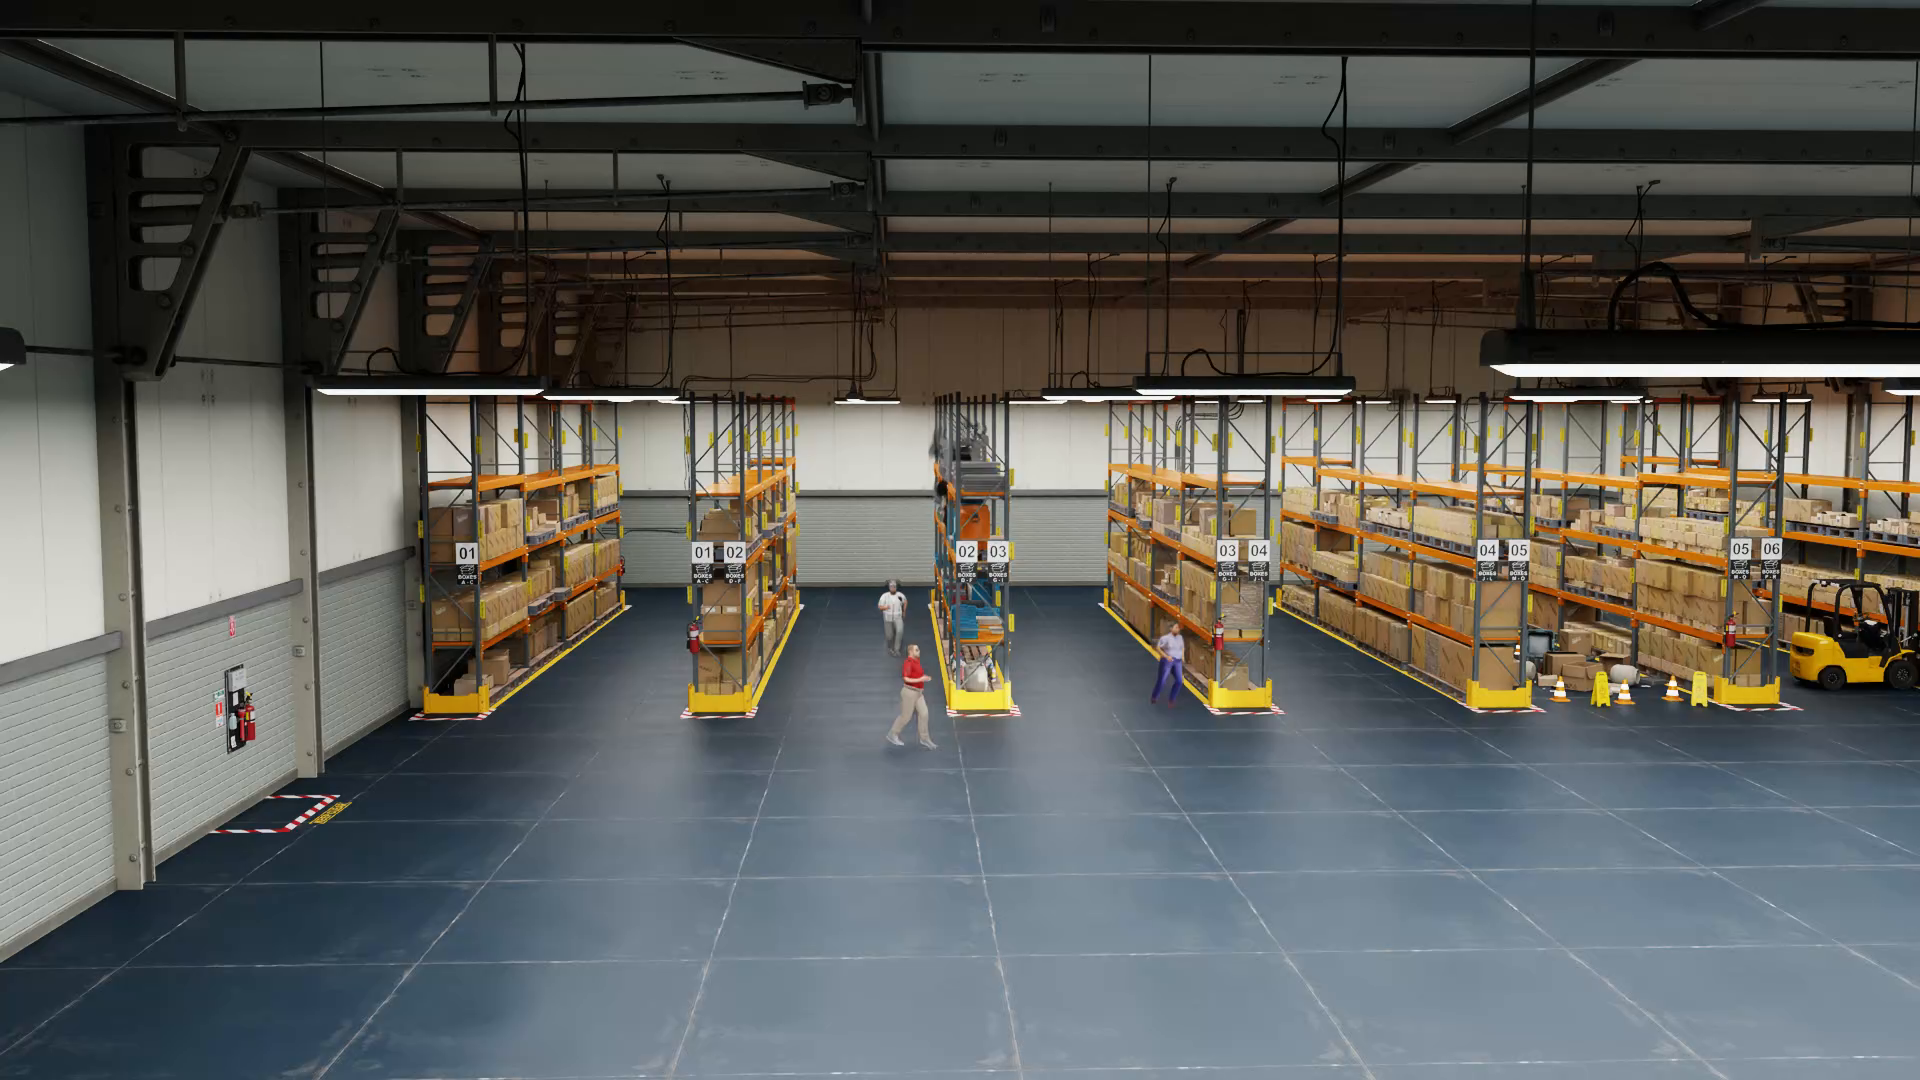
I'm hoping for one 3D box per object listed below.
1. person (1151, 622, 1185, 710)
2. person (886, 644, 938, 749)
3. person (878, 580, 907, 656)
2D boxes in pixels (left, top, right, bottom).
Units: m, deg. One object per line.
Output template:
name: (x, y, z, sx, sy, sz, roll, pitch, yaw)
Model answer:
person: (4.026, 2.398, 31.706, 0.689, 1.655, 0.680, -2, 5, -18)
person: (-0.799, 2.612, 27.822, 0.871, 1.749, 0.660, 2, 5, 19)
person: (-1.486, 1.752, 36.844, 0.658, 1.738, 0.957, 0, 5, -4)
